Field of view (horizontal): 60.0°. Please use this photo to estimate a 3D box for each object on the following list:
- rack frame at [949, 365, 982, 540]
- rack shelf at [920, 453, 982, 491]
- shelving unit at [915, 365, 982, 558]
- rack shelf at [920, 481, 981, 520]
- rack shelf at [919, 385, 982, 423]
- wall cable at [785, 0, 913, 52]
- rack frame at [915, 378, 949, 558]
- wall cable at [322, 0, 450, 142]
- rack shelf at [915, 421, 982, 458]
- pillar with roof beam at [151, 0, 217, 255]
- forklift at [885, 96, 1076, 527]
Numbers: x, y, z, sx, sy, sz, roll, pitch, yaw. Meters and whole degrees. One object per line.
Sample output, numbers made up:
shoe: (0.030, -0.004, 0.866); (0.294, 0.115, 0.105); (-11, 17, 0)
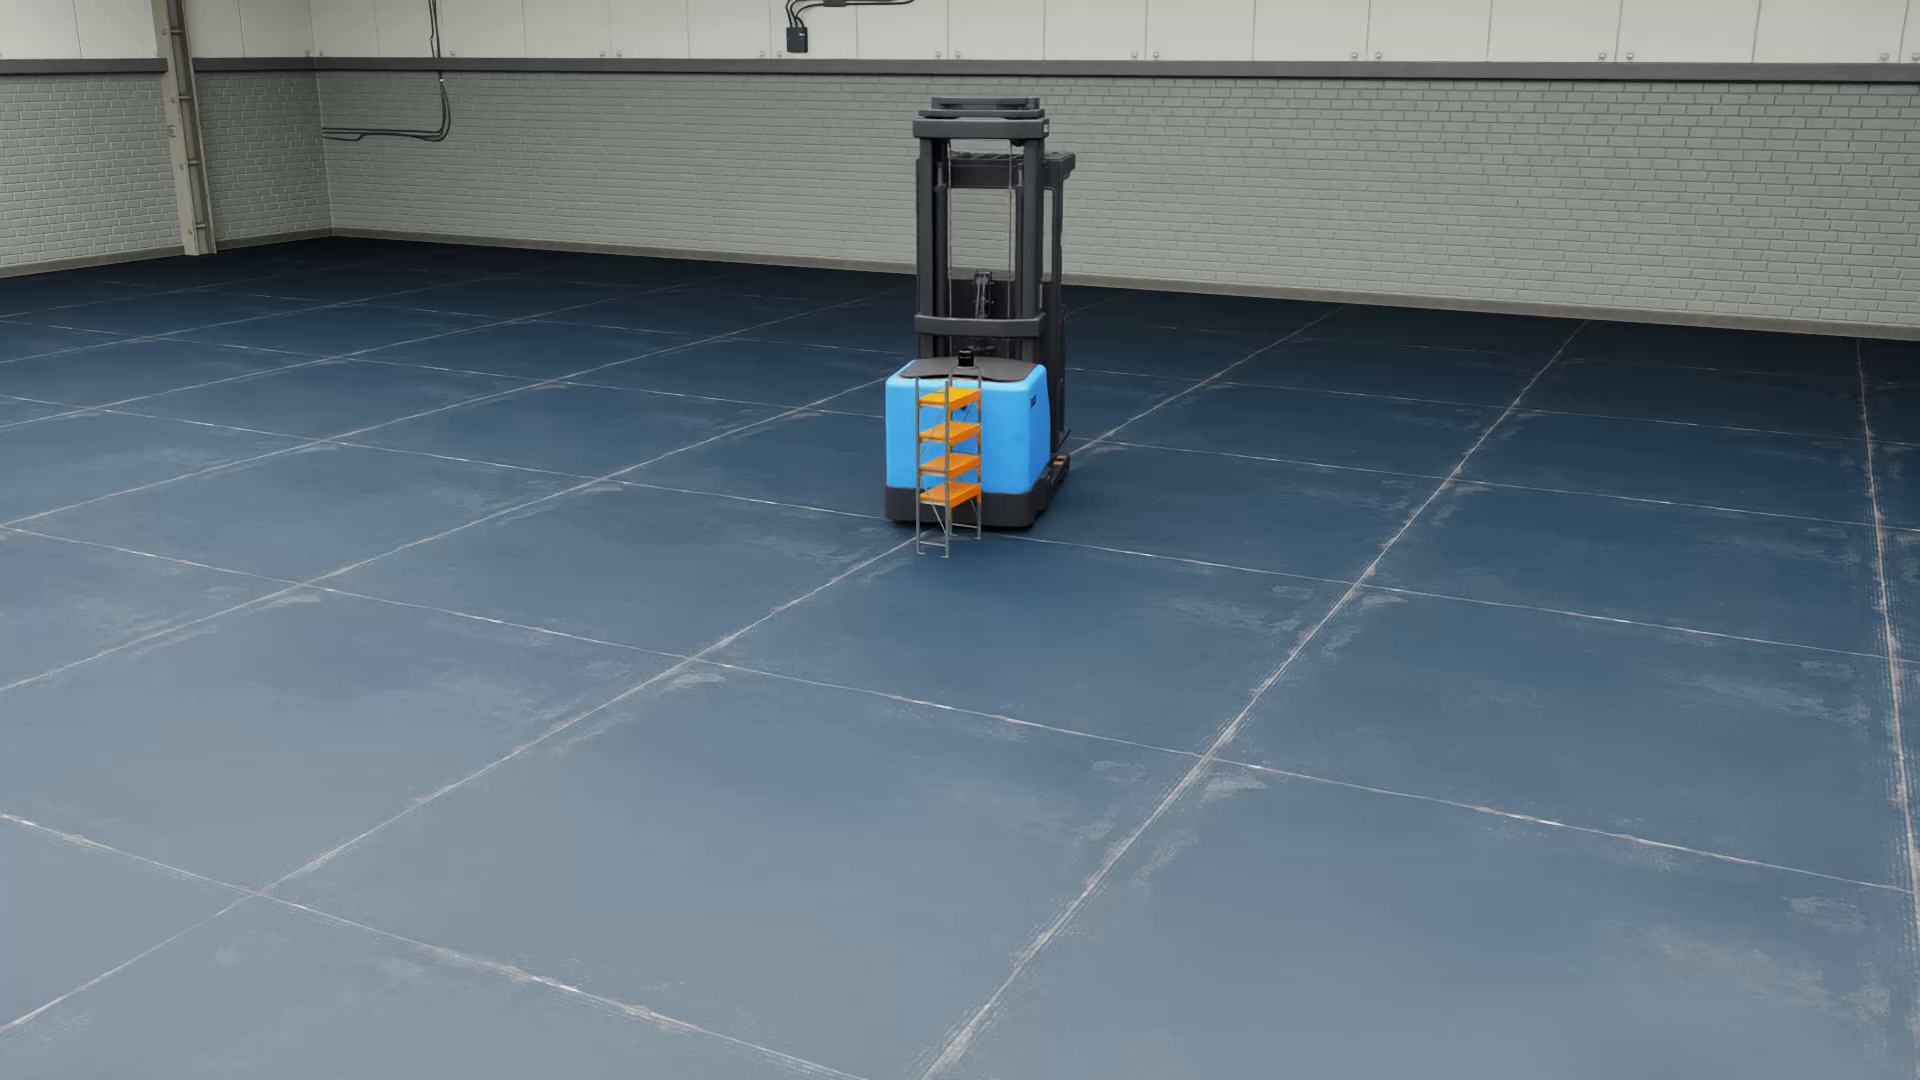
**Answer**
rack frame: (0.035, -0.595, 11.421); (0.240, 1.200, 0.015); (8, 18, 25)
rack shelf: (-0.074, -0.469, 11.231); (0.258, 0.148, 0.480); (8, 18, 25)
shelving unit: (-0.074, -0.533, 11.212); (0.258, 1.200, 0.503); (8, 18, 25)
rack shelf: (-0.074, -0.278, 11.287); (0.258, 0.148, 0.480); (8, 18, 25)
rack shelf: (-0.074, -0.910, 11.100); (0.258, 0.148, 0.480); (8, 18, 25)
wall cable: (-1.543, -10.038, 23.542); (2.305, 6.003, 0.169); (8, 18, 25)
rack frame: (-0.183, -0.471, 11.002); (0.240, 1.200, 0.015); (8, 18, 25)
wall cable: (-10.029, -8.131, 28.549); (3.097, 2.526, 0.112); (8, 18, 25)
rack shelf: (-0.074, -0.683, 11.167); (0.258, 0.148, 0.480); (8, 18, 25)
pillar with roof beam: (-8.677, -8.490, 24.303); (9.100, 9.000, 0.400); (8, 18, 25)
forklift: (0.265, -1.873, 12.682); (1.130, 2.935, 3.031); (3, 17, 11)
